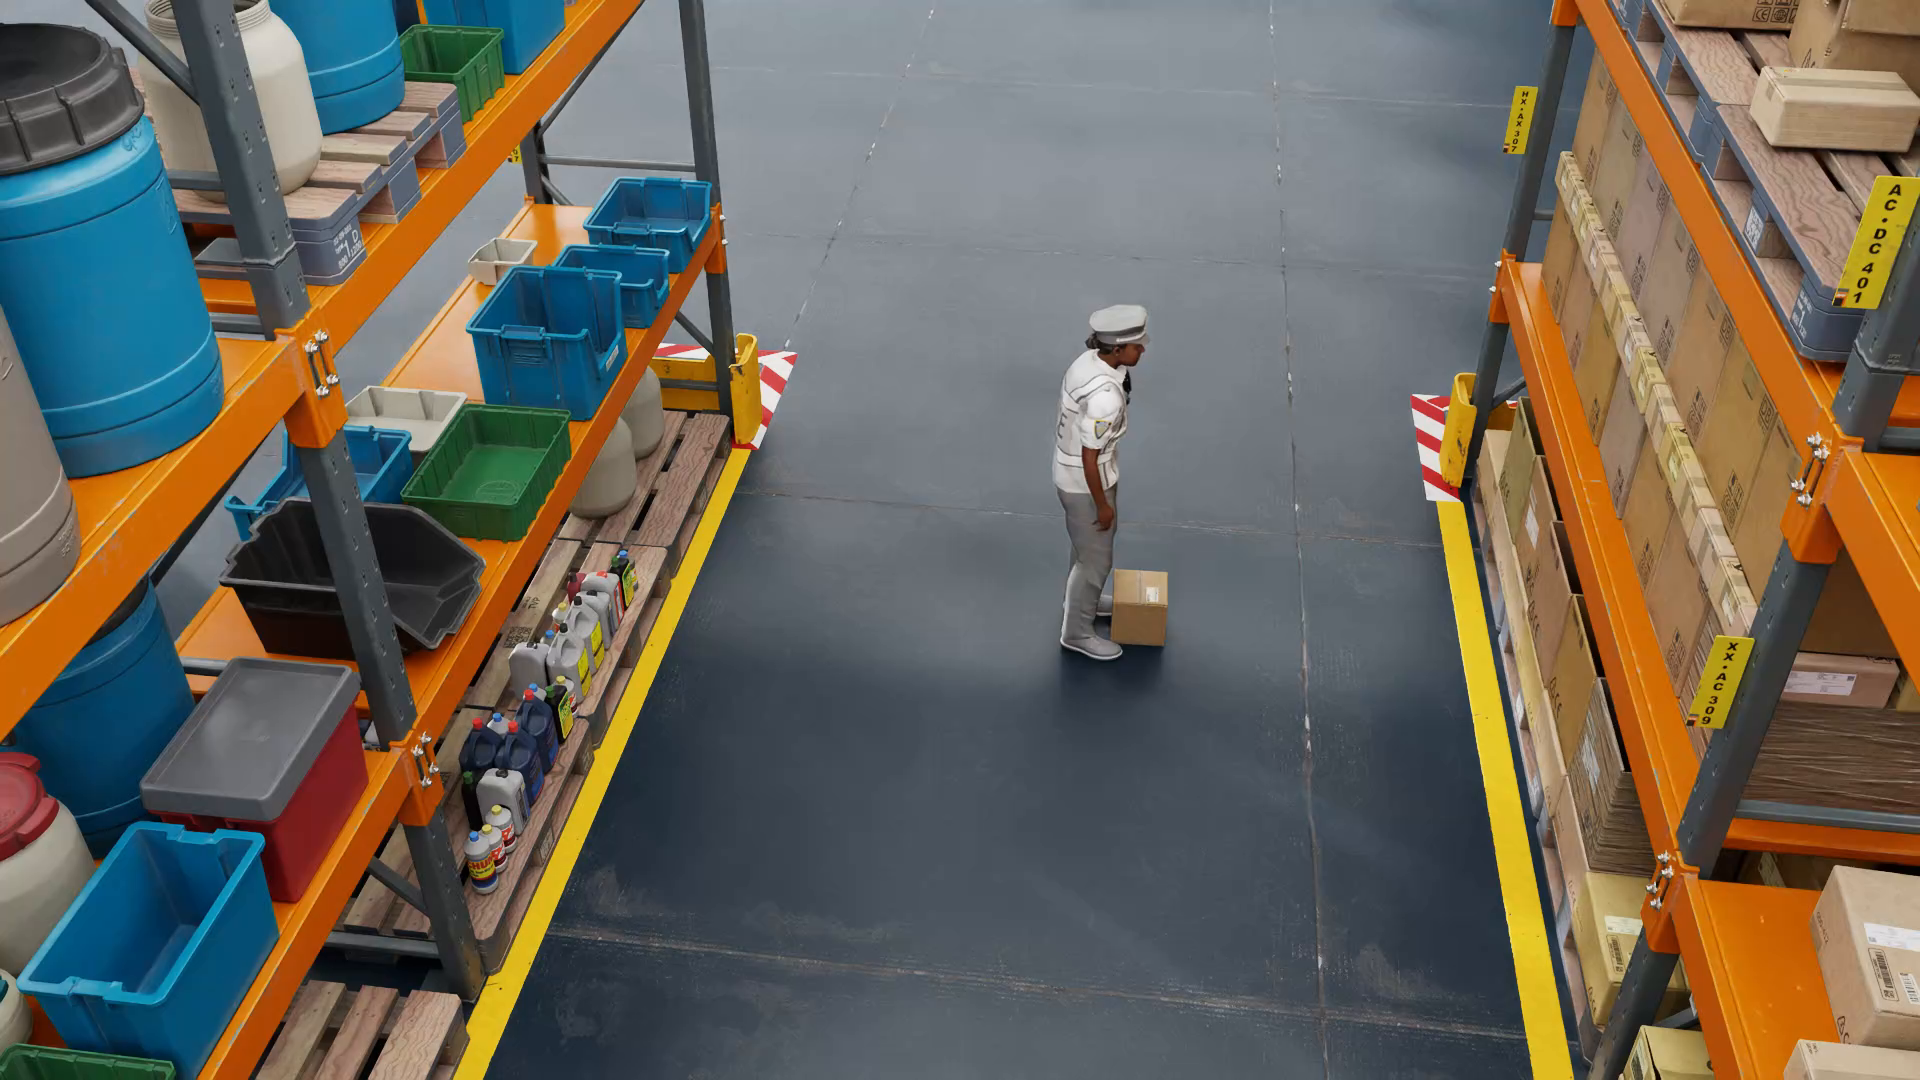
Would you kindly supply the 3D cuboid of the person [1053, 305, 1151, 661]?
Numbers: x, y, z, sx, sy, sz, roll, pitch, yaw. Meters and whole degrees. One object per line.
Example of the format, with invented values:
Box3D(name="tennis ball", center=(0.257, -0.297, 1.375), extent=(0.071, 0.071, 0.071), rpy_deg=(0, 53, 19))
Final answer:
Box3D(name="person", center=(0.606, -0.265, 7.398), extent=(0.391, 1.660, 0.532), rpy_deg=(3, 36, 4))
